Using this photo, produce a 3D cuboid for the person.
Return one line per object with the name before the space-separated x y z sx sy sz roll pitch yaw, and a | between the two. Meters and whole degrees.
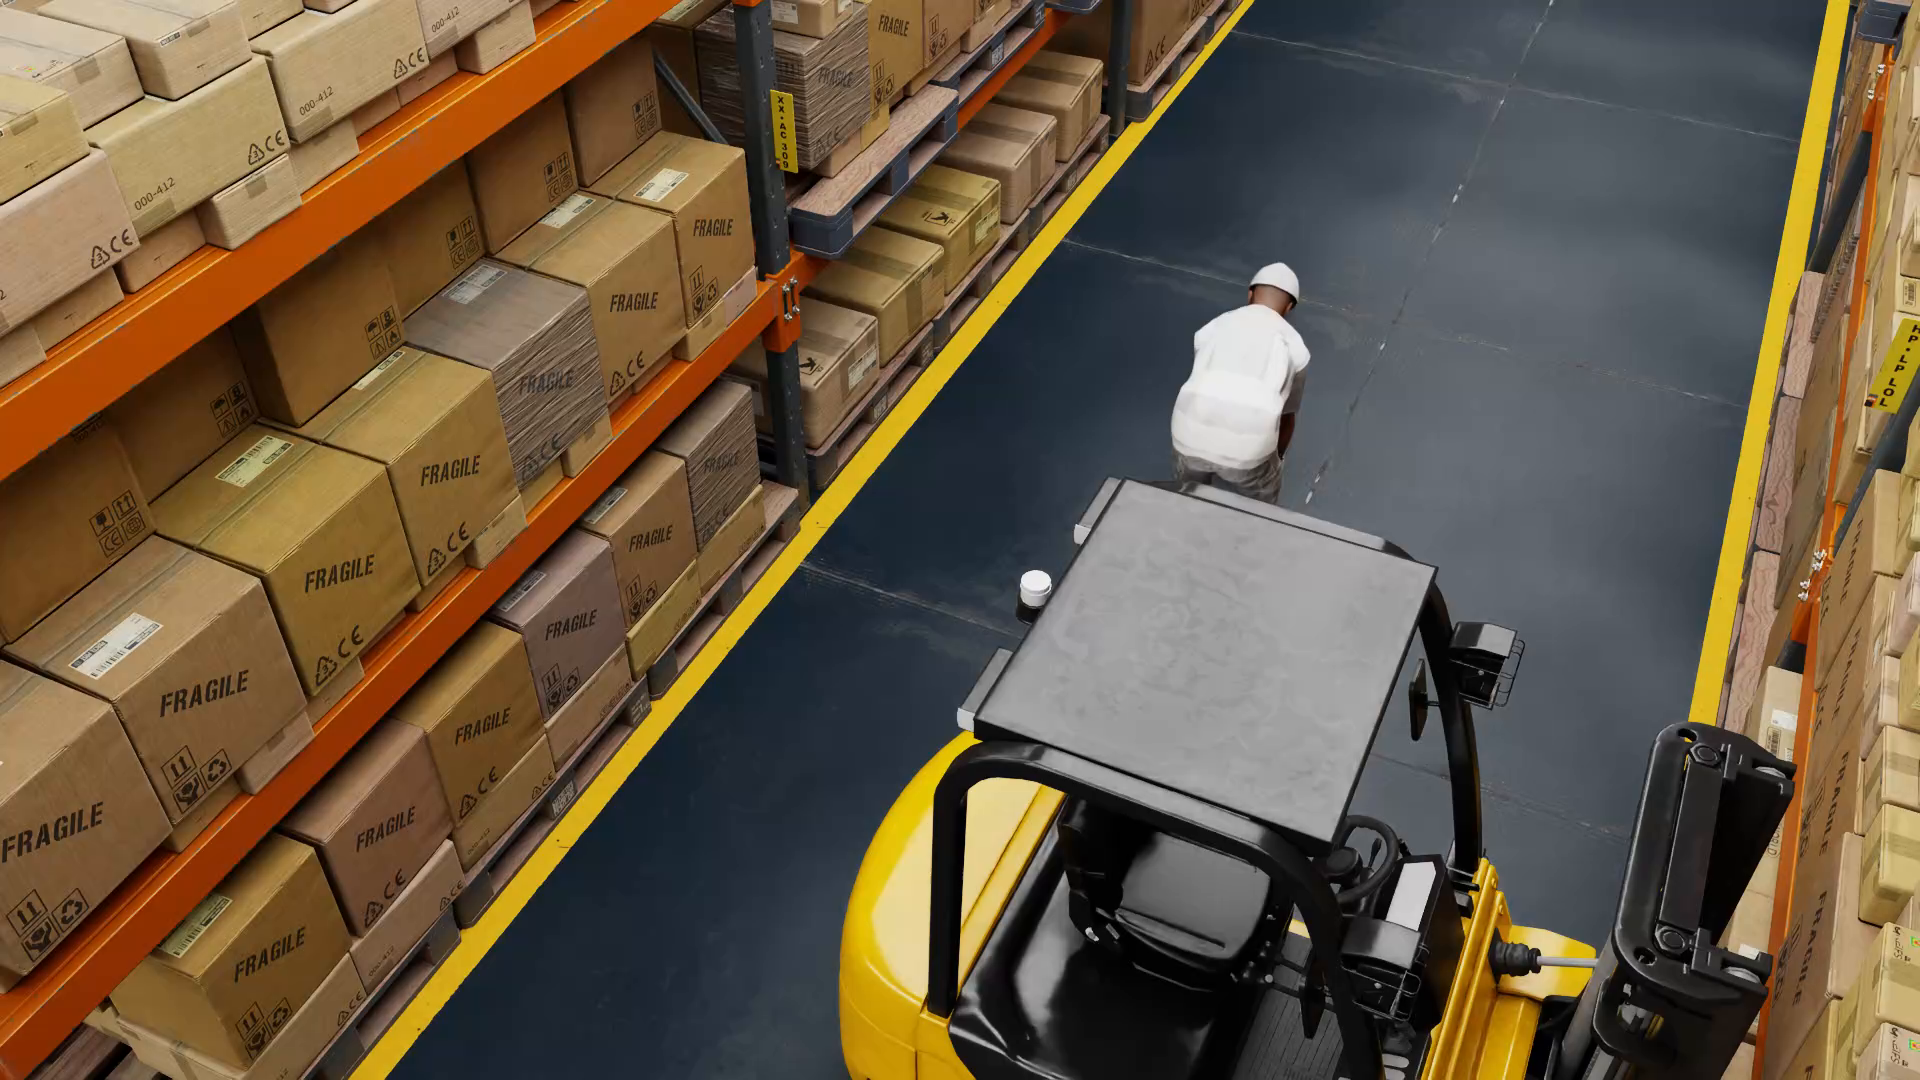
person | 1.165 -0.419 6.993 0.490 1.280 0.953 16 44 17
